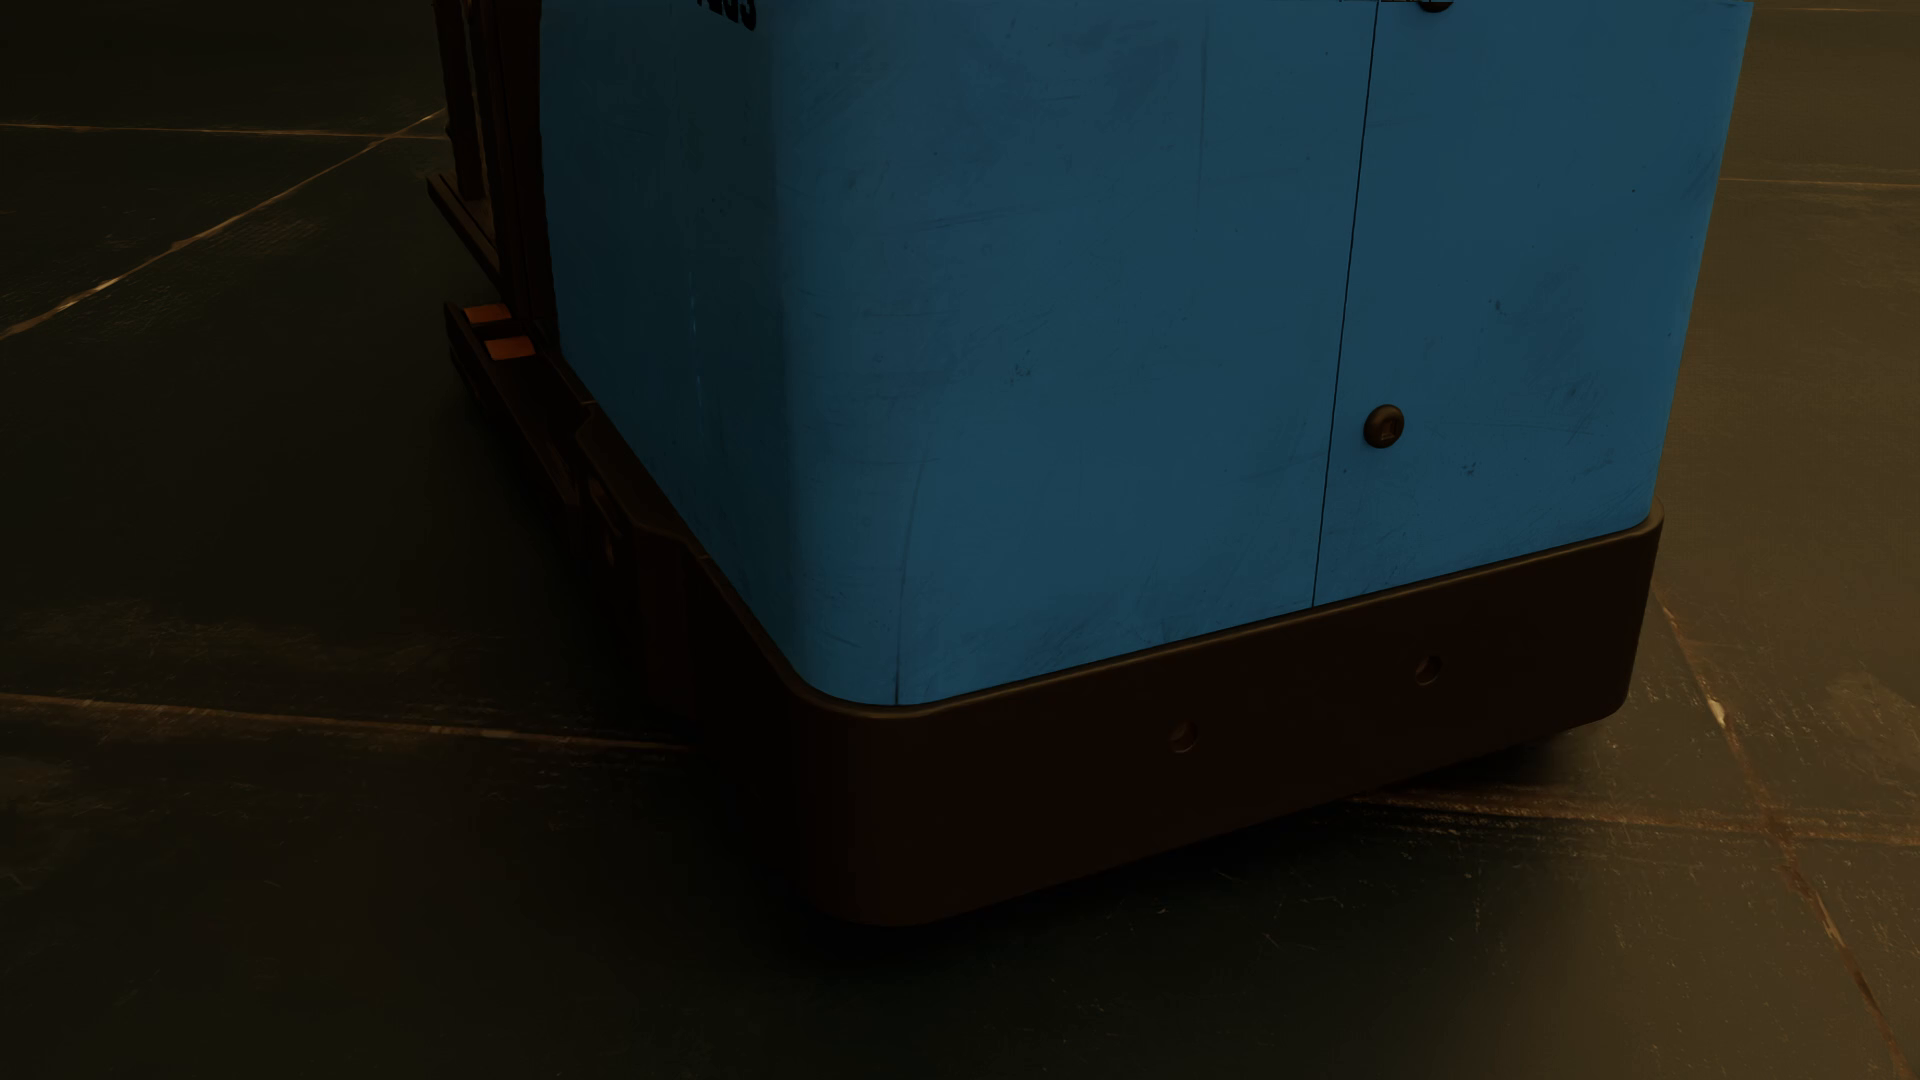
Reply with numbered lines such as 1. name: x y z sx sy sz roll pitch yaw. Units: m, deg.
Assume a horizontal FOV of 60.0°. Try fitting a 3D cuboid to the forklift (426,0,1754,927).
1. forklift: -0.285 -1.571 2.366 1.130 2.935 3.031 -12 29 -22
